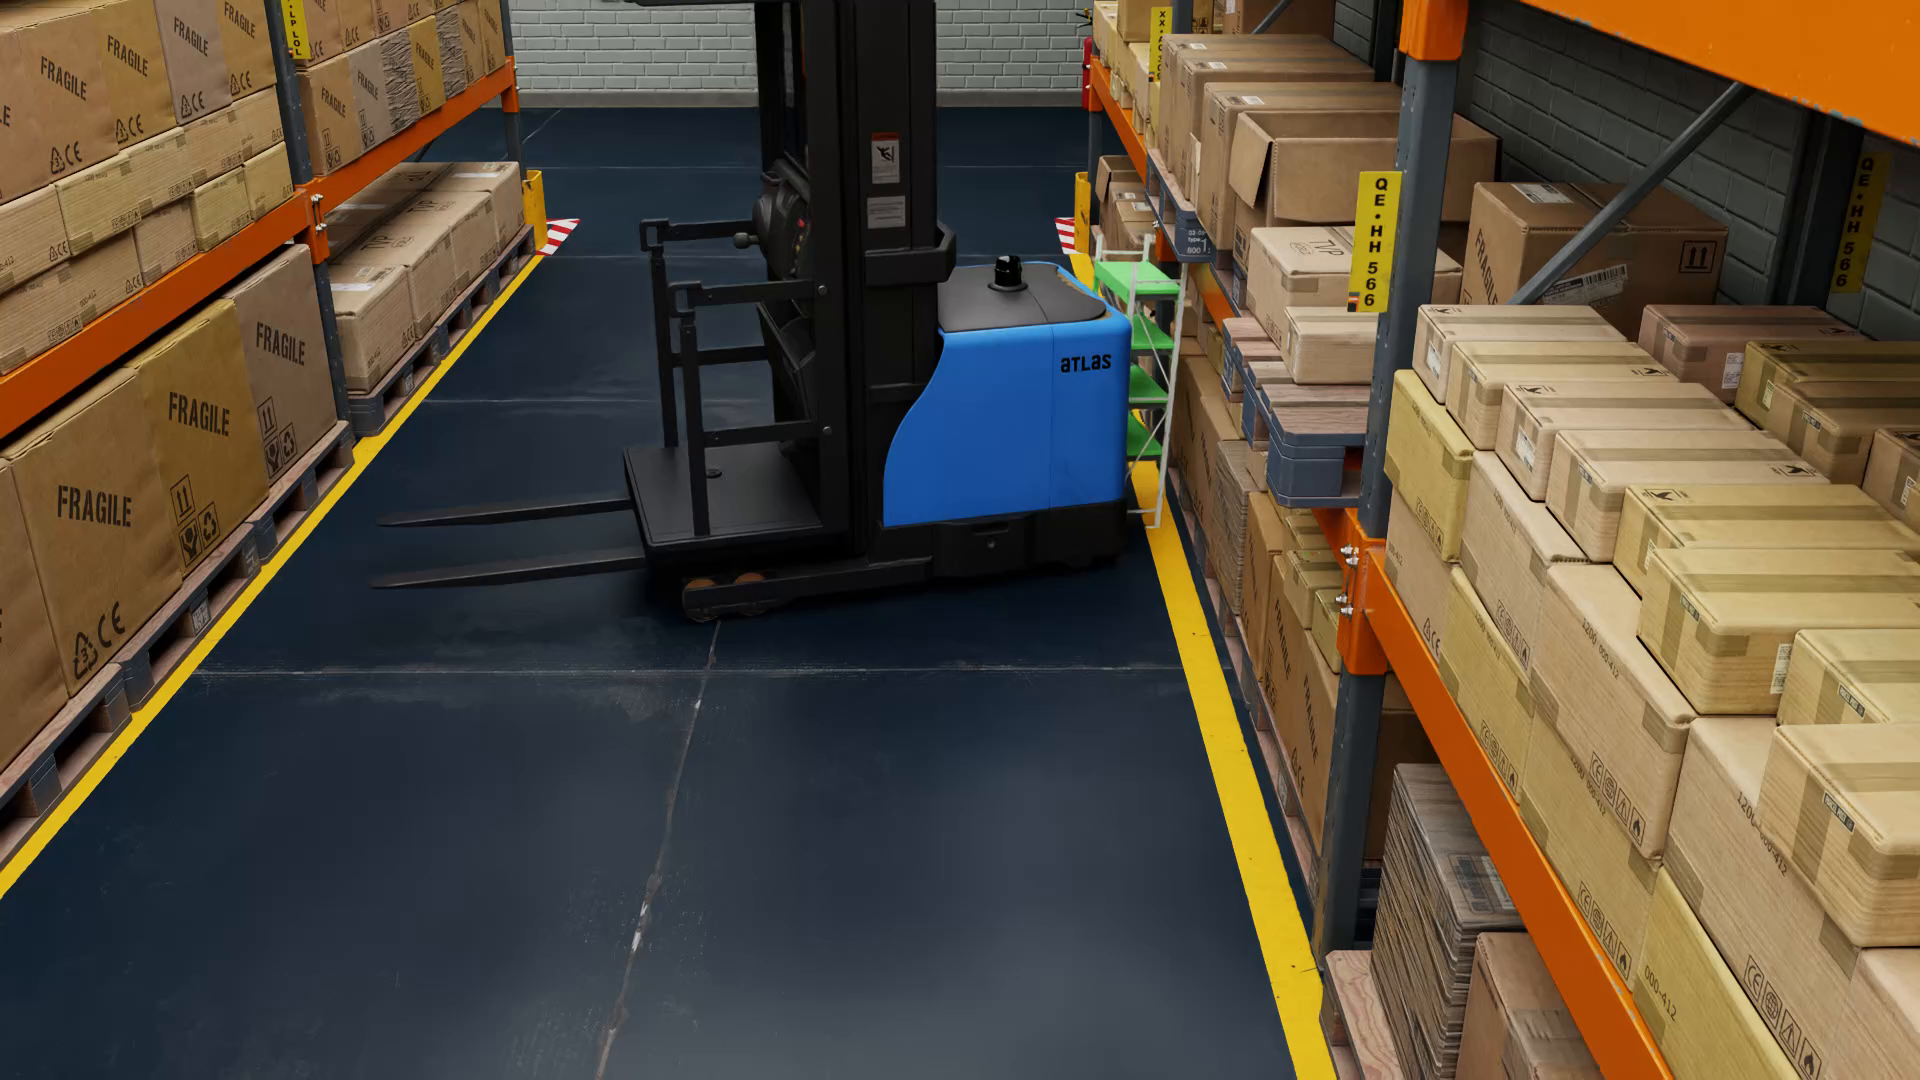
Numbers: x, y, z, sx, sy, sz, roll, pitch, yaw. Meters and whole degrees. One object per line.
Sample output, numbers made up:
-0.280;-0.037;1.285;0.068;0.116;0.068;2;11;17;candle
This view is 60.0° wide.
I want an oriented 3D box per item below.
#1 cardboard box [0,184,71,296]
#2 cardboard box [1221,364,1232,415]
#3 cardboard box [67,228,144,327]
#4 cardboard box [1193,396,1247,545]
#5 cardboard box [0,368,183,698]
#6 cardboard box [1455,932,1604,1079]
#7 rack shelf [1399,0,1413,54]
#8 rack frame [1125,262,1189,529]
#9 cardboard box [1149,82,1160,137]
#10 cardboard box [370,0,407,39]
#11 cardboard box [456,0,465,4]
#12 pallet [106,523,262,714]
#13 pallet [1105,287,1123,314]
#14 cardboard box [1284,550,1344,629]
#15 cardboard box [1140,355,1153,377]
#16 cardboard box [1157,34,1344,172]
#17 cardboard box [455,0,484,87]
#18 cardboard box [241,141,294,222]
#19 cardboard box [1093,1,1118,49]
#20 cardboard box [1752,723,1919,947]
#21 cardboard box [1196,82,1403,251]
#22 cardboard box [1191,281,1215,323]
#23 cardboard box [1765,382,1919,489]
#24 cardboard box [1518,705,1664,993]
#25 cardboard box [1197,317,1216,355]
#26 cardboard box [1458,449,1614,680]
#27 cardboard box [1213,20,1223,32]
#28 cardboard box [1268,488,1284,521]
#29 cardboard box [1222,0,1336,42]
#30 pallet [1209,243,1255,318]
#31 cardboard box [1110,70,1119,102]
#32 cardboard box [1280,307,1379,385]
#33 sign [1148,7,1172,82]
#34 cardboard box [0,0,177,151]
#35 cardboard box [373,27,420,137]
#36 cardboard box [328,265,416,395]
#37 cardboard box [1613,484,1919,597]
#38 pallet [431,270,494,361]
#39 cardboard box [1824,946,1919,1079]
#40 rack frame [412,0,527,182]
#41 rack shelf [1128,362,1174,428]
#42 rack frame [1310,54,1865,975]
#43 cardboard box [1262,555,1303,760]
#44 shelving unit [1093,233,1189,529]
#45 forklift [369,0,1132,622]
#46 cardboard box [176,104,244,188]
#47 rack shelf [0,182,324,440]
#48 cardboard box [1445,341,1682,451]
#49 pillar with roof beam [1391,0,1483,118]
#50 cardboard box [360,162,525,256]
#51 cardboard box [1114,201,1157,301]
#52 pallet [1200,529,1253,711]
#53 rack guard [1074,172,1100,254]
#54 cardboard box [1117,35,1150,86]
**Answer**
-3.228;-0.957;5.302;0.500;0.250;0.500;0;24;-1;cardboard box
1.263;-0.605;6.684;0.380;0.149;0.250;0;24;-1;cardboard box
-3.257;-0.935;5.859;0.500;0.250;0.500;0;24;-1;cardboard box
1.245;-0.268;6.727;0.500;0.500;0.500;-1;24;-2;cardboard box
-3.401;-0.045;5.779;0.875;0.875;0.875;0;24;0;cardboard box
1.500;1.224;3.276;0.875;0.625;0.625;1;24;1;cardboard box
1.470;-2.056;5.389;1.077;0.370;4.000;0;24;-1;rack shelf
0.796;-0.598;7.099;0.240;1.200;0.015;-2;24;-13;rack frame
1.199;-2.117;8.113;0.500;0.250;0.500;0;24;1;cardboard box
-3.272;-2.935;8.766;0.500;0.500;0.500;0;24;0;cardboard box
-3.280;-3.554;10.134;0.500;0.500;0.500;0;24;0;cardboard box
-3.415;0.275;6.387;1.003;0.211;1.213;0;24;-1;pallet
1.426;-1.358;9.996;1.003;0.211;1.213;0;24;-1;pallet
1.199;0.144;5.028;0.380;0.149;0.250;-1;24;-3;cardboard box
1.149;-0.962;8.687;0.380;0.149;0.250;-1;24;-2;cardboard box
1.230;-1.878;7.131;0.700;0.500;0.500;0;24;1;cardboard box
-3.298;-3.107;10.358;0.500;0.500;0.500;-1;24;-2;cardboard box
-3.258;-1.566;7.254;0.500;0.250;0.500;-1;24;-2;cardboard box
1.140;-3.369;10.879;0.500;0.250;0.500;0;24;0;cardboard box
1.186;0.339;1.952;0.380;0.149;0.250;-1;24;-2;cardboard box
1.244;-1.341;5.945;0.700;0.500;0.500;0;24;-1;cardboard box
1.237;-1.069;7.349;0.380;0.149;0.250;-1;24;-3;cardboard box
1.754;-0.187;3.115;0.380;0.149;0.250;0;24;-1;cardboard box
1.266;0.479;2.734;0.500;0.250;0.500;-1;24;-2;cardboard box
1.266;-0.927;7.395;0.380;0.149;0.250;-1;24;-2;cardboard box
1.257;0.038;3.102;0.500;0.250;0.500;0;24;1;cardboard box
1.680;-2.952;9.958;0.500;0.250;0.500;1;24;1;cardboard box
1.280;-0.176;5.736;0.380;0.149;0.250;-1;24;-1;cardboard box
1.698;-2.865;8.856;0.500;0.500;0.500;-1;24;-2;cardboard box
1.466;-0.907;5.849;1.003;0.211;1.213;0;24;-1;pallet
1.098;-2.707;9.901;0.380;0.149;0.250;-1;24;-2;cardboard box
1.101;-0.539;4.597;0.380;0.149;0.250;0;24;0;cardboard box
0.906;-2.230;7.491;0.100;0.325;0.005;0;24;-1;sign
-3.260;-1.714;6.064;0.500;0.500;0.500;0;24;1;cardboard box
-3.259;-2.470;8.950;0.500;0.500;0.500;0;24;0;cardboard box
-3.415;-1.101;8.643;0.875;0.438;0.875;-1;24;-1;cardboard box
1.282;0.025;2.646;0.380;0.149;0.250;0;24;0;cardboard box
-3.461;-1.365;10.011;1.003;0.211;1.213;0;24;-1;pallet
1.262;0.672;1.700;0.500;0.250;0.500;0;24;0;cardboard box
-3.559;-3.466;11.273;1.000;3.000;0.127;0;24;-1;rack frame
0.739;-0.637;7.342;0.258;0.148;0.480;-2;24;-13;rack shelf
1.492;-0.193;4.037;1.000;3.000;0.127;0;24;-1;rack frame
1.277;0.375;5.305;0.500;0.500;0.500;-1;24;-1;cardboard box
0.743;-0.696;7.316;0.258;1.200;0.503;-2;24;-13;shelving unit
-0.876;-1.255;6.468;3.031;2.935;1.130;-7;25;-14;forklift
-3.254;-1.591;6.702;0.500;0.250;0.500;0;24;1;cardboard box
-3.493;-0.666;5.955;1.077;0.370;4.000;0;24;-1;rack shelf
1.205;-0.292;3.346;0.380;0.149;0.250;0;24;1;cardboard box
-1.963;-4.846;7.046;9.100;9.000;0.400;0;24;-1;pillar with roof beam
-3.452;-2.218;11.114;0.875;0.438;0.875;-1;24;-2;cardboard box
1.193;-1.719;9.934;0.500;0.500;0.500;0;24;0;cardboard box
1.511;0.268;6.401;1.003;0.211;1.213;0;24;-1;pallet
1.405;-2.319;11.772;1.175;0.500;0.348;0;24;-1;rack guard
1.182;-2.741;9.493;0.500;0.250;0.500;-1;24;-2;cardboard box
